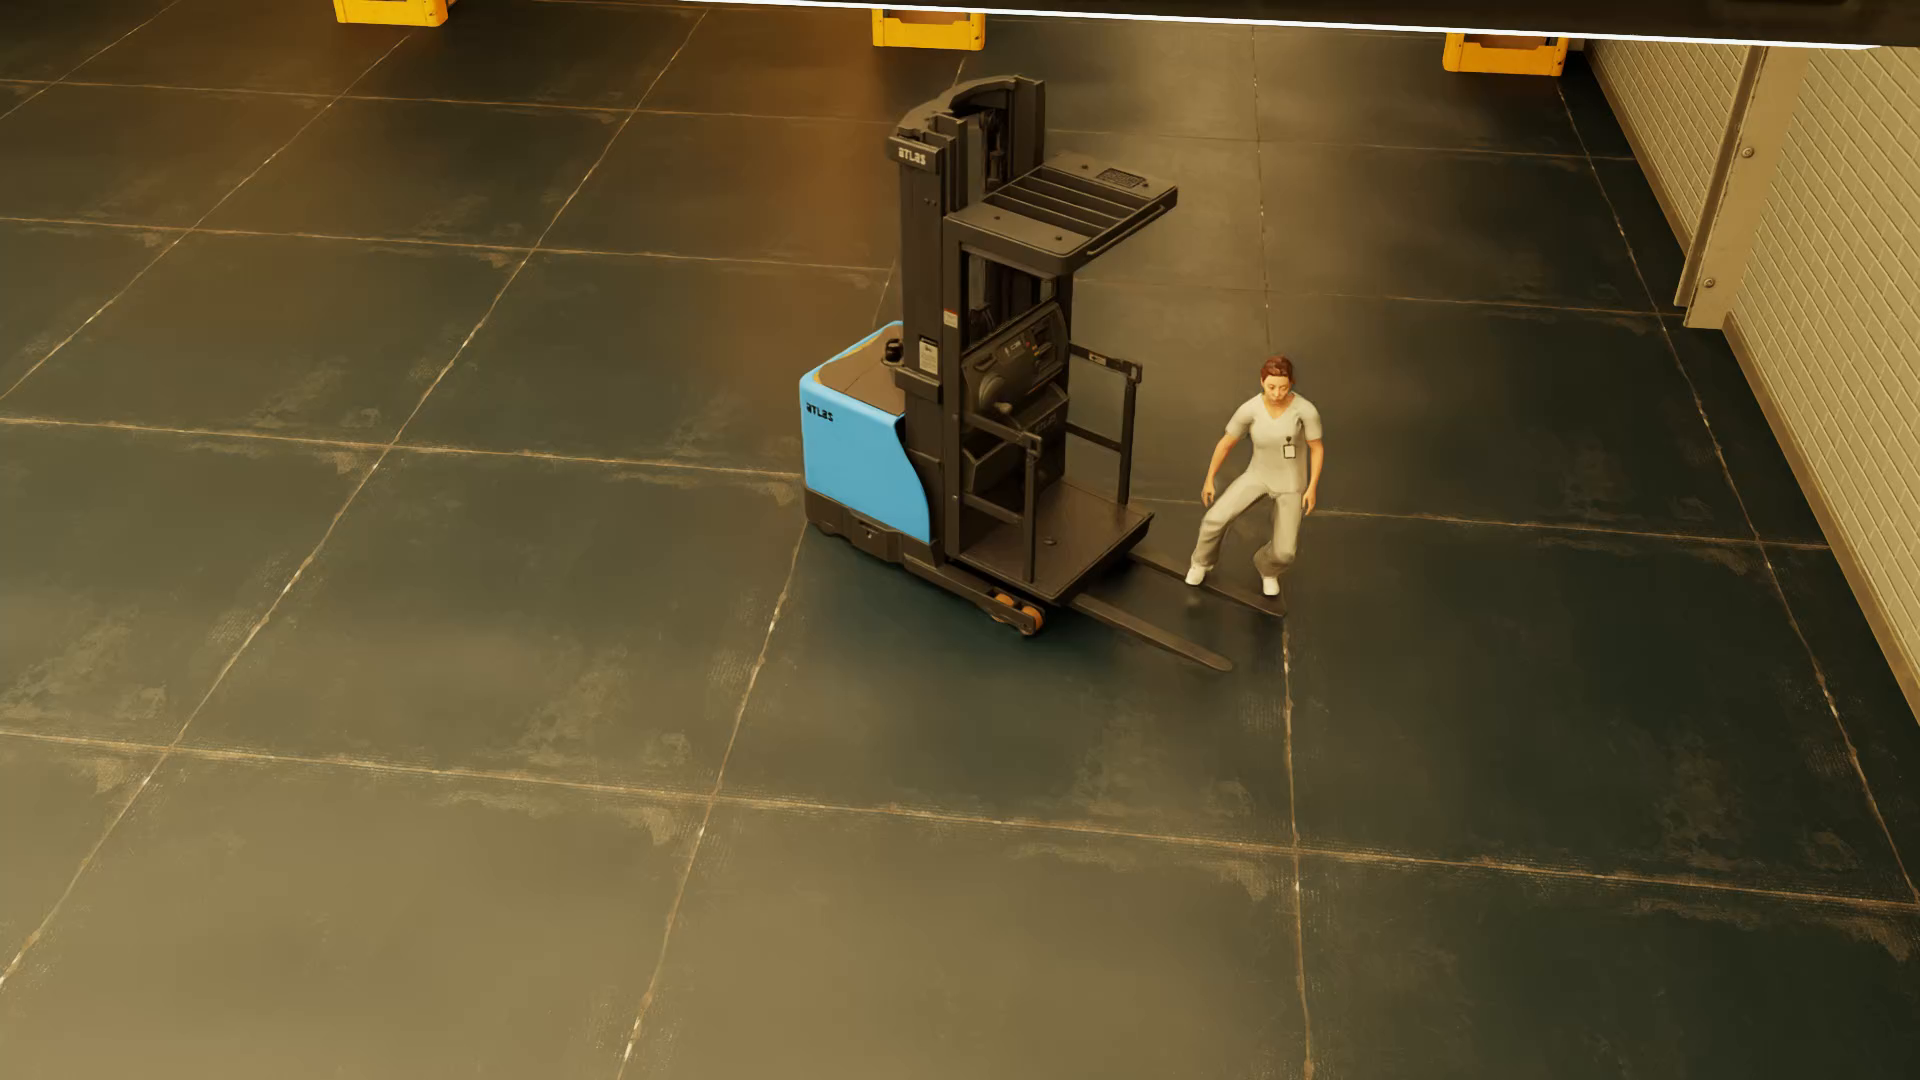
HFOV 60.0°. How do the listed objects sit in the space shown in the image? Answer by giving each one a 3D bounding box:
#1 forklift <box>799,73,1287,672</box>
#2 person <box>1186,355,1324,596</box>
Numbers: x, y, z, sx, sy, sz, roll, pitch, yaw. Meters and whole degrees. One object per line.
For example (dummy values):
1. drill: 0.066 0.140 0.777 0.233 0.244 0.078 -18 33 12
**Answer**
1. forklift: 0.485 -0.981 9.361 3.031 2.935 1.130 25 43 30
2. person: 1.715 -0.303 9.527 0.654 1.548 0.620 11 38 15
